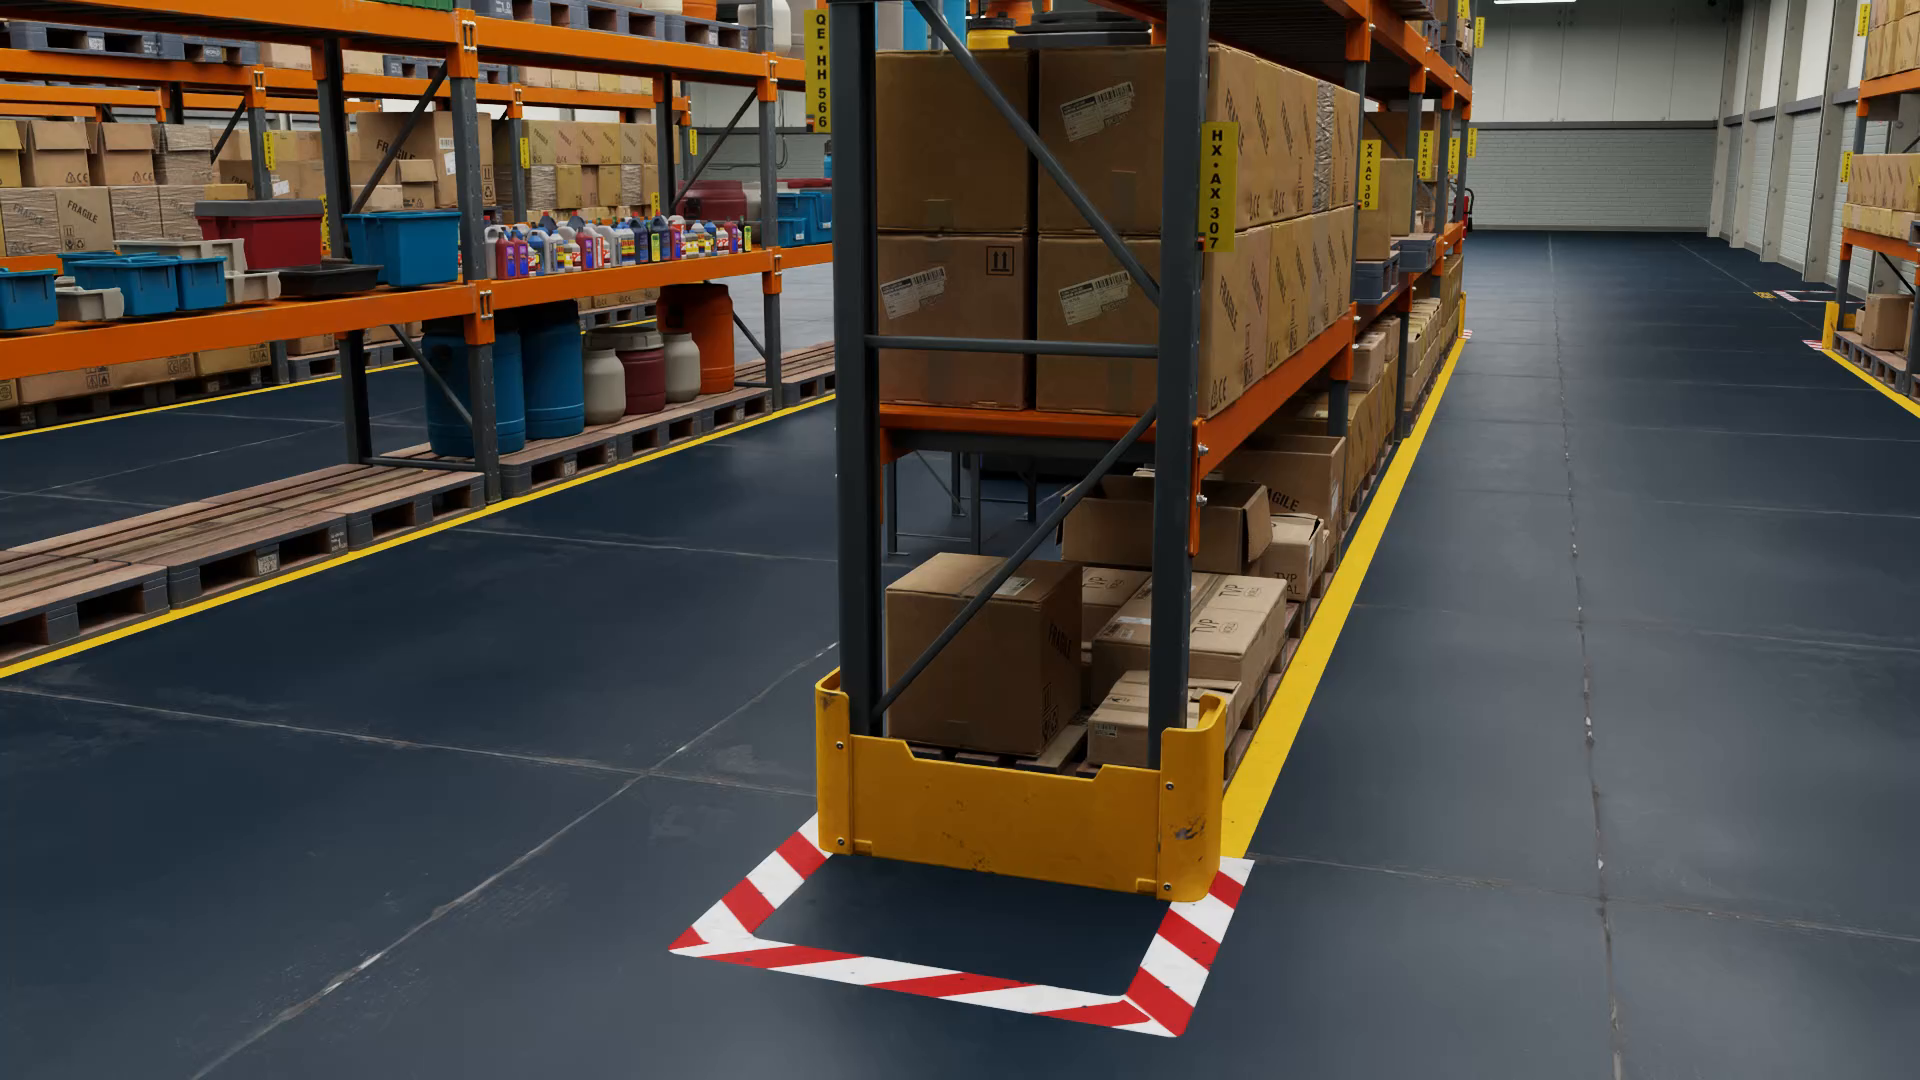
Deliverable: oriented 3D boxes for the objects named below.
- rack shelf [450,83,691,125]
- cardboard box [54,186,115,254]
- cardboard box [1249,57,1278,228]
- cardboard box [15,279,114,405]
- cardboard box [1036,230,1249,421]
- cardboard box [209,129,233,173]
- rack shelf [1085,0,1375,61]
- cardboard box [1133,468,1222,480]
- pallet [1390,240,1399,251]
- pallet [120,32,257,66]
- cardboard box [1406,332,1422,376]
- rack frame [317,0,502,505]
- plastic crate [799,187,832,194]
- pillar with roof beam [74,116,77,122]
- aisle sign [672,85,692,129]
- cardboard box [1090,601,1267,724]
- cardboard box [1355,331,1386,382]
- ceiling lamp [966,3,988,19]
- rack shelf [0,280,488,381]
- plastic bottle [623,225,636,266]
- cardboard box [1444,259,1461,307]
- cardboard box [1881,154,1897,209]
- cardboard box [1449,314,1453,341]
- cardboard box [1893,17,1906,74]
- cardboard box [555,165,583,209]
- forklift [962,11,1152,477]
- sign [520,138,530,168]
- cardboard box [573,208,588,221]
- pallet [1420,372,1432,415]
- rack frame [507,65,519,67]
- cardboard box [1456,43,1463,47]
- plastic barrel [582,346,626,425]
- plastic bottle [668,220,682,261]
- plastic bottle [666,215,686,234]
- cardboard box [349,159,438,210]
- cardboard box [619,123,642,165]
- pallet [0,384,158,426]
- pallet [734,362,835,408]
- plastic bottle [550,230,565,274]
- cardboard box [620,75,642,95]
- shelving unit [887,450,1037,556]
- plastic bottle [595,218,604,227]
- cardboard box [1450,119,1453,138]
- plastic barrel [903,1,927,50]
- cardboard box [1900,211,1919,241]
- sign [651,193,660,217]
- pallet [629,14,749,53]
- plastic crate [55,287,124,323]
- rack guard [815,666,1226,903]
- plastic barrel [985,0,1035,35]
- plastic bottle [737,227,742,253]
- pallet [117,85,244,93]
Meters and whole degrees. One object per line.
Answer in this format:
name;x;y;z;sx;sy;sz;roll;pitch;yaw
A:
rack shelf;-4.700;-5.292;20.307;1.077;0.370;4.000;4;14;18
cardboard box;-7.064;-2.522;13.074;0.500;0.500;0.500;5;14;19
cardboard box;0.697;-1.239;5.206;0.500;0.500;0.500;5;14;19
cardboard box;-7.459;-1.568;12.946;1.225;0.875;0.875;4;13;16
cardboard box;0.535;-0.641;4.832;0.500;0.500;0.500;5;14;20
cardboard box;-9.788;-4.936;21.110;0.875;0.550;0.550;4;14;18
rack shelf;0.789;-2.051;6.108;1.077;0.370;4.000;4;14;18
cardboard box;1.096;-0.191;8.138;0.500;0.311;0.500;4;14;18
pallet;2.106;-1.699;10.123;1.003;0.211;1.213;4;14;18
pallet;-6.800;-4.148;14.102;1.213;0.211;1.003;5;14;21
cardboard box;3.178;-1.429;12.484;0.500;0.311;0.500;5;14;20
rack frame;-3.249;-1.718;9.773;1.000;3.000;0.127;4;14;18
plastic crate;-1.143;-2.909;14.850;0.402;0.464;0.583;4;14;18
pillar with roof beam;-13.191;-9.468;30.245;9.100;9.000;0.400;4;14;18
aisle sign;-3.749;-5.860;22.079;0.394;0.787;0.004;4;14;18
cardboard box;0.748;0.409;5.648;0.500;0.250;0.500;4;14;18
cardboard box;2.309;-1.122;10.108;0.500;0.250;0.500;4;13;17
ceiling lamp;0.737;-15.989;45.699;2.000;3.185;0.800;4;14;18
rack shelf;-3.896;-0.946;8.008;1.077;0.370;4.000;4;14;18
plastic bottle;-2.269;-2.012;11.350;0.097;0.271;0.097;0;13;0
cardboard box;5.117;-2.771;17.937;0.500;0.500;0.500;4;14;18
cardboard box;8.903;-3.324;15.416;0.500;0.500;0.500;4;13;17
cardboard box;4.795;-2.195;17.098;0.500;0.250;0.500;4;14;18
cardboard box;9.138;-4.665;15.676;0.500;0.500;0.500;5;14;22
cardboard box;-4.948;-4.146;19.517;0.875;0.500;0.500;4;14;18
forklift;0.993;-2.094;11.578;1.130;2.935;3.031;5;14;20
sign;-4.821;-4.284;18.415;0.100;0.325;0.005;4;14;18
cardboard box;-4.654;-3.869;19.764;0.380;0.149;0.250;4;14;18
pallet;3.430;-1.270;14.076;1.003;0.211;1.213;4;14;18
rack frame;-5.347;-6.684;18.048;1.000;3.000;0.127;4;14;18
cardboard box;4.612;-4.937;16.080;0.500;0.311;0.500;4;13;15
plastic barrel;-2.561;-1.084;11.646;0.421;0.512;0.421;0;13;0
plastic bottle;-2.052;-2.147;11.914;0.061;0.283;0.133;4;14;18
plastic bottle;-2.257;-2.421;13.132;0.152;0.276;0.135;4;14;18
cardboard box;-5.821;-3.642;17.029;0.797;0.503;0.637;6;14;24
cardboard box;-4.318;-4.938;20.741;0.500;0.500;0.500;4;14;18
pallet;-7.364;-1.141;13.510;1.003;0.211;1.213;4;14;18
pallet;-1.668;-1.361;14.476;1.003;0.211;1.213;4;14;18
plastic bottle;-2.557;-1.825;10.530;0.097;0.271;0.097;0;13;0
cardboard box;-4.301;-5.658;20.632;0.500;0.250;0.500;5;14;20
shelving unit;0.028;-0.749;8.900;0.538;1.500;1.048;4;14;18
plastic bottle;-2.712;-2.264;12.430;0.061;0.283;0.133;4;14;18
cardboard box;5.139;-4.460;18.646;0.700;0.500;0.500;4;14;19
plastic barrel;-0.620;-4.986;16.226;0.600;0.901;0.708;4;14;18
cardboard box;8.580;-2.747;14.575;0.500;0.250;0.500;4;14;19
sign;-2.478;-2.678;13.612;0.100;0.325;0.005;4;14;18
pallet;-2.295;-3.776;12.475;1.003;0.211;1.213;4;14;18
plastic crate;-3.750;-1.009;7.125;0.250;0.136;0.298;4;14;18
rack guard;0.167;0.685;4.865;1.175;0.500;0.348;4;14;18
plastic barrel;0.596;-6.009;19.926;0.600;0.830;0.708;4;14;18
plastic bottle;-1.737;-2.324;12.877;0.097;0.201;0.097;0;13;0
pallet;-9.733;-5.728;20.801;1.003;0.211;1.213;4;14;18
